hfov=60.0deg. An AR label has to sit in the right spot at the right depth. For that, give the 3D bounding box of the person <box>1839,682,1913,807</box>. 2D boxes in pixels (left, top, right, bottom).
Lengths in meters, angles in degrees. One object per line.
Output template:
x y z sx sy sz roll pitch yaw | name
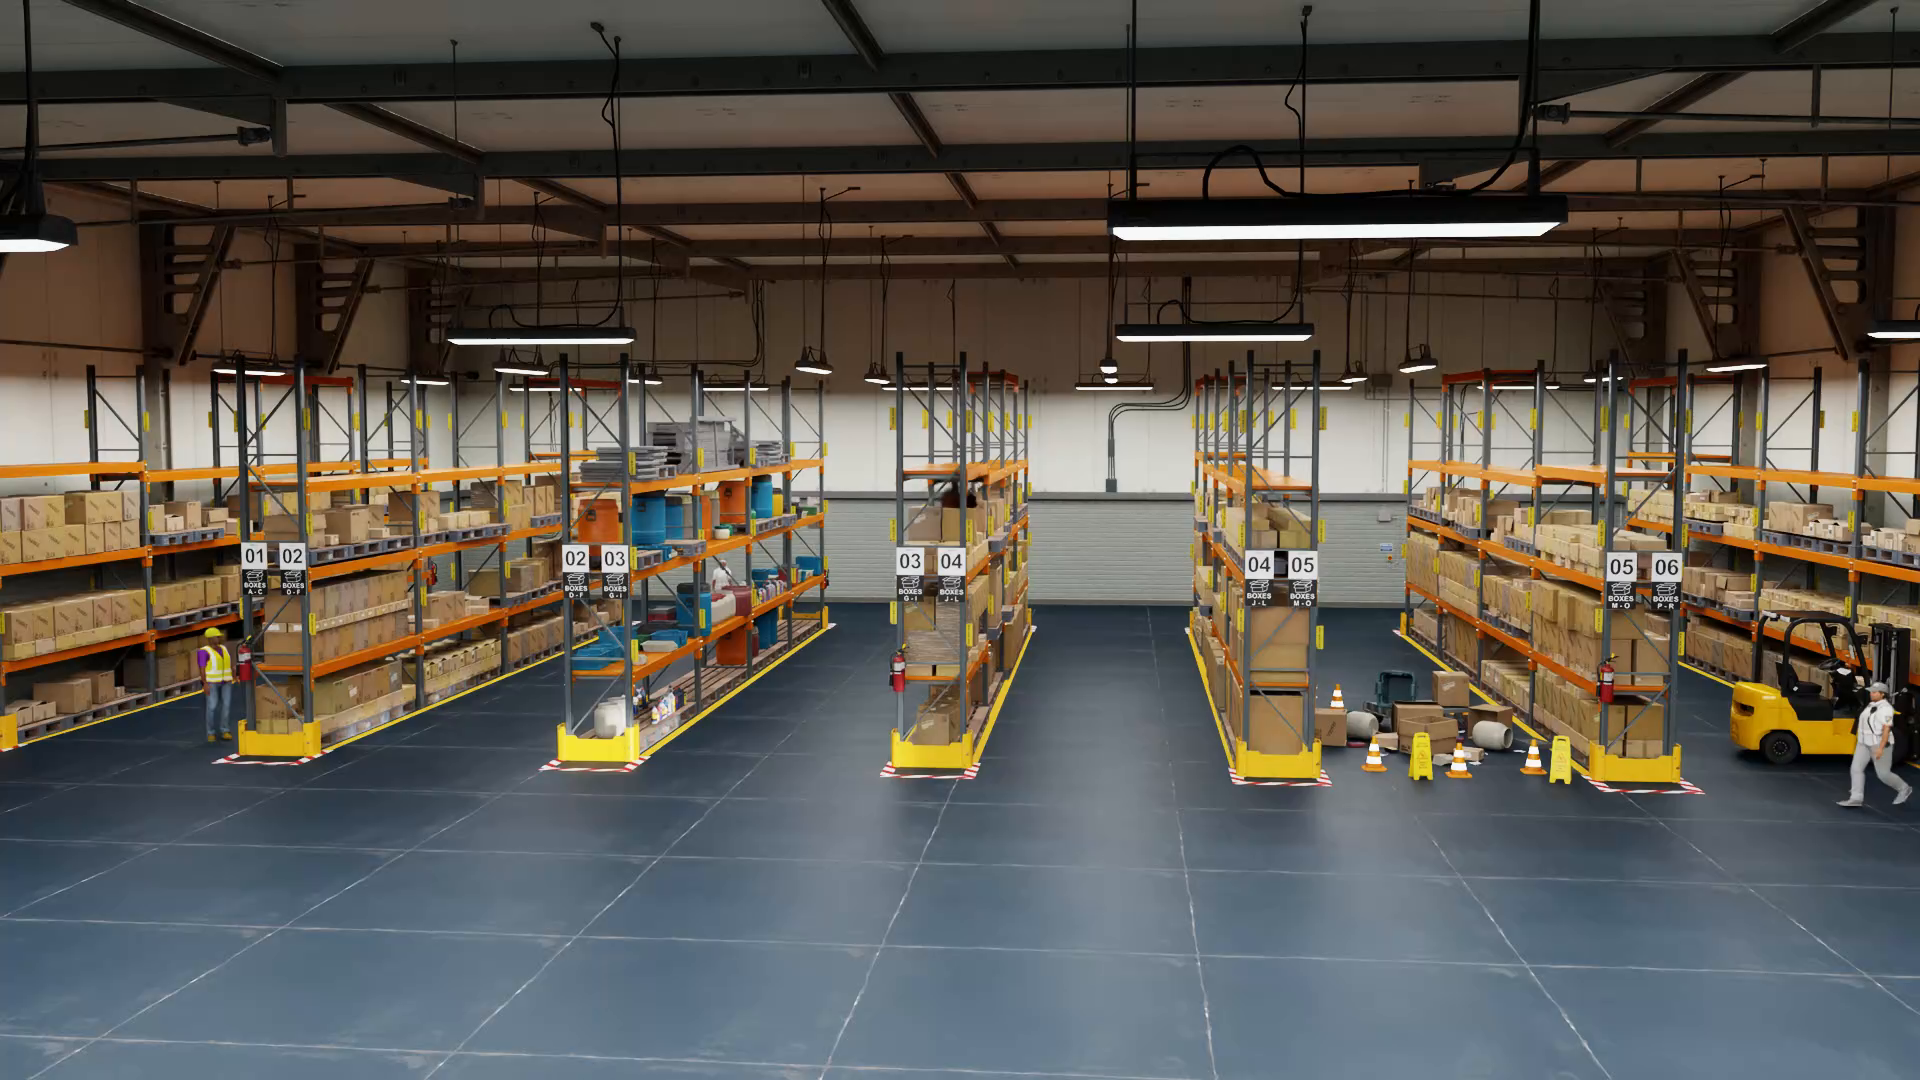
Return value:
11.894 2.655 21.536 0.882 1.622 0.490 -1 4 -15 | person

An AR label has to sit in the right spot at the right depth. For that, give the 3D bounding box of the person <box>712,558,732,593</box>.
-5.899 1.249 41.254 0.448 1.645 0.928 1 4 11 | person

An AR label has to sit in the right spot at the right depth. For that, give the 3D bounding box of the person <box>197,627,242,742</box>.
-11.697 2.283 26.296 0.521 1.804 0.626 3 5 40 | person
